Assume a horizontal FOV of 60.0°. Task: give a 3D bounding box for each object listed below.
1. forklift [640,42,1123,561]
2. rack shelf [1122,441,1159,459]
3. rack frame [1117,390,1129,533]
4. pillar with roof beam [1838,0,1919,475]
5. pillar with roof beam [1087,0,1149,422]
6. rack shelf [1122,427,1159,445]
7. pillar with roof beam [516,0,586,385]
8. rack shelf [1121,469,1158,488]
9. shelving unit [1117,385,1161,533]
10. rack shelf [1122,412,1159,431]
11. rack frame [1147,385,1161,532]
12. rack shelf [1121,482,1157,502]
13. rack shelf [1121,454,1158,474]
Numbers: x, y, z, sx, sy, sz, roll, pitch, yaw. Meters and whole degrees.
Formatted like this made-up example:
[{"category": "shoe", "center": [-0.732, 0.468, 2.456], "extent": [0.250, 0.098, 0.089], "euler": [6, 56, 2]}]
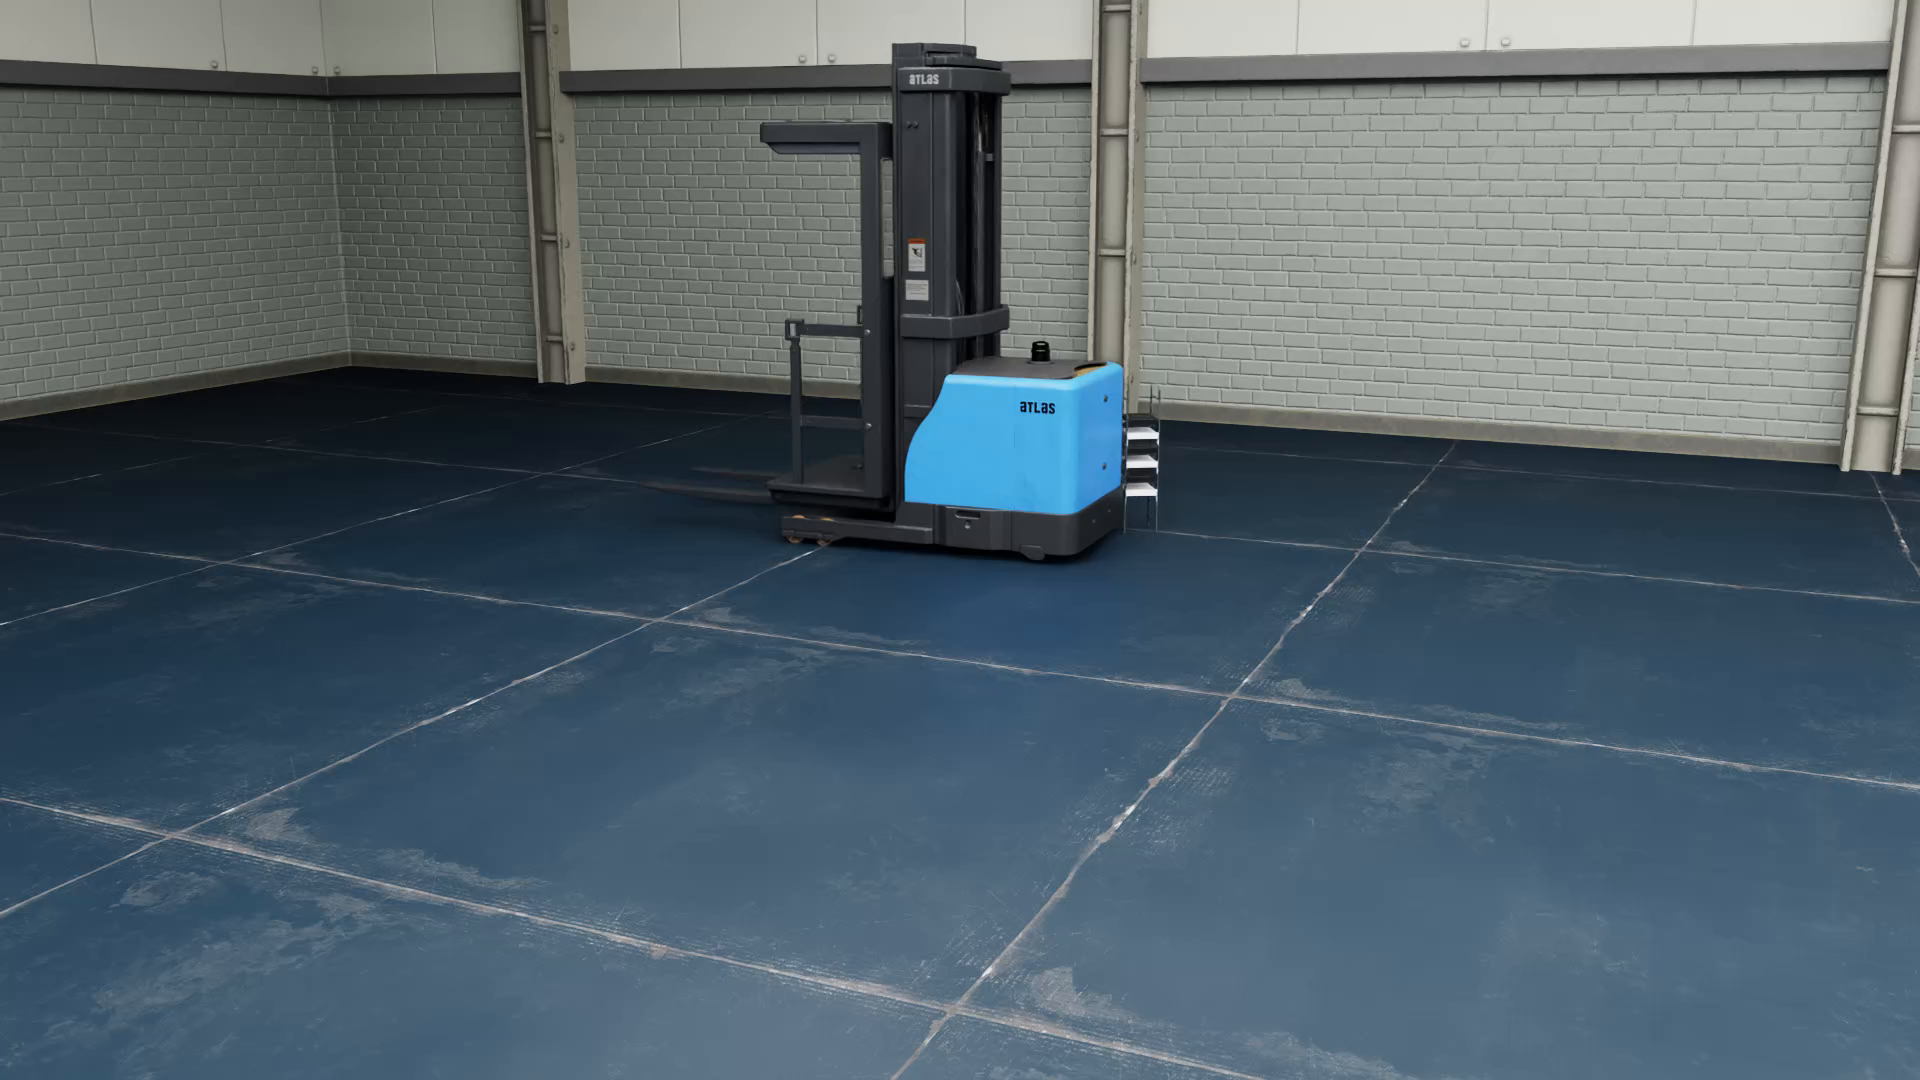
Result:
[{"category": "forklift", "center": [-0.552, -1.502, 10.239], "extent": [3.031, 2.935, 1.130], "euler": [5, 14, 22]}, {"category": "rack shelf", "center": [1.119, -0.566, 10.450], "extent": [0.200, 0.077, 0.258], "euler": [-2, 13, -7]}, {"category": "rack frame", "center": [1.018, -0.509, 10.450], "extent": [0.006, 0.900, 0.240], "euler": [-2, 13, -7]}, {"category": "pillar with roof beam", "center": [5.104, -4.015, 7.668], "extent": [0.400, 9.000, 9.100], "euler": [6, 14, 23]}, {"category": "pillar with roof beam", "center": [-0.382, -4.570, 10.034], "extent": [0.400, 9.000, 9.100], "euler": [6, 14, 23]}, {"category": "rack shelf", "center": [1.119, -0.654, 10.429], "extent": [0.200, 0.077, 0.258], "euler": [-2, 13, -7]}, {"category": "pillar with roof beam", "center": [-5.868, -5.126, 12.400], "extent": [0.400, 9.000, 9.100], "euler": [6, 14, 23]}, {"category": "rack shelf", "center": [1.119, -0.391, 10.491], "extent": [0.200, 0.077, 0.258], "euler": [-2, 13, -7]}, {"category": "shelving unit", "center": [1.119, -0.511, 10.463], "extent": [0.210, 0.900, 0.258], "euler": [-2, 13, -7]}, {"category": "rack shelf", "center": [1.119, -0.742, 10.409], "extent": [0.200, 0.077, 0.258], "euler": [-2, 13, -7]}, {"category": "rack frame", "center": [1.220, -0.514, 10.476], "extent": [0.006, 0.900, 0.240], "euler": [-2, 13, -7]}, {"category": "rack shelf", "center": [1.118, -0.304, 10.512], "extent": [0.200, 0.077, 0.258], "euler": [-2, 13, -7]}, {"category": "rack shelf", "center": [1.119, -0.479, 10.471], "extent": [0.200, 0.077, 0.258], "euler": [-2, 13, -7]}]
